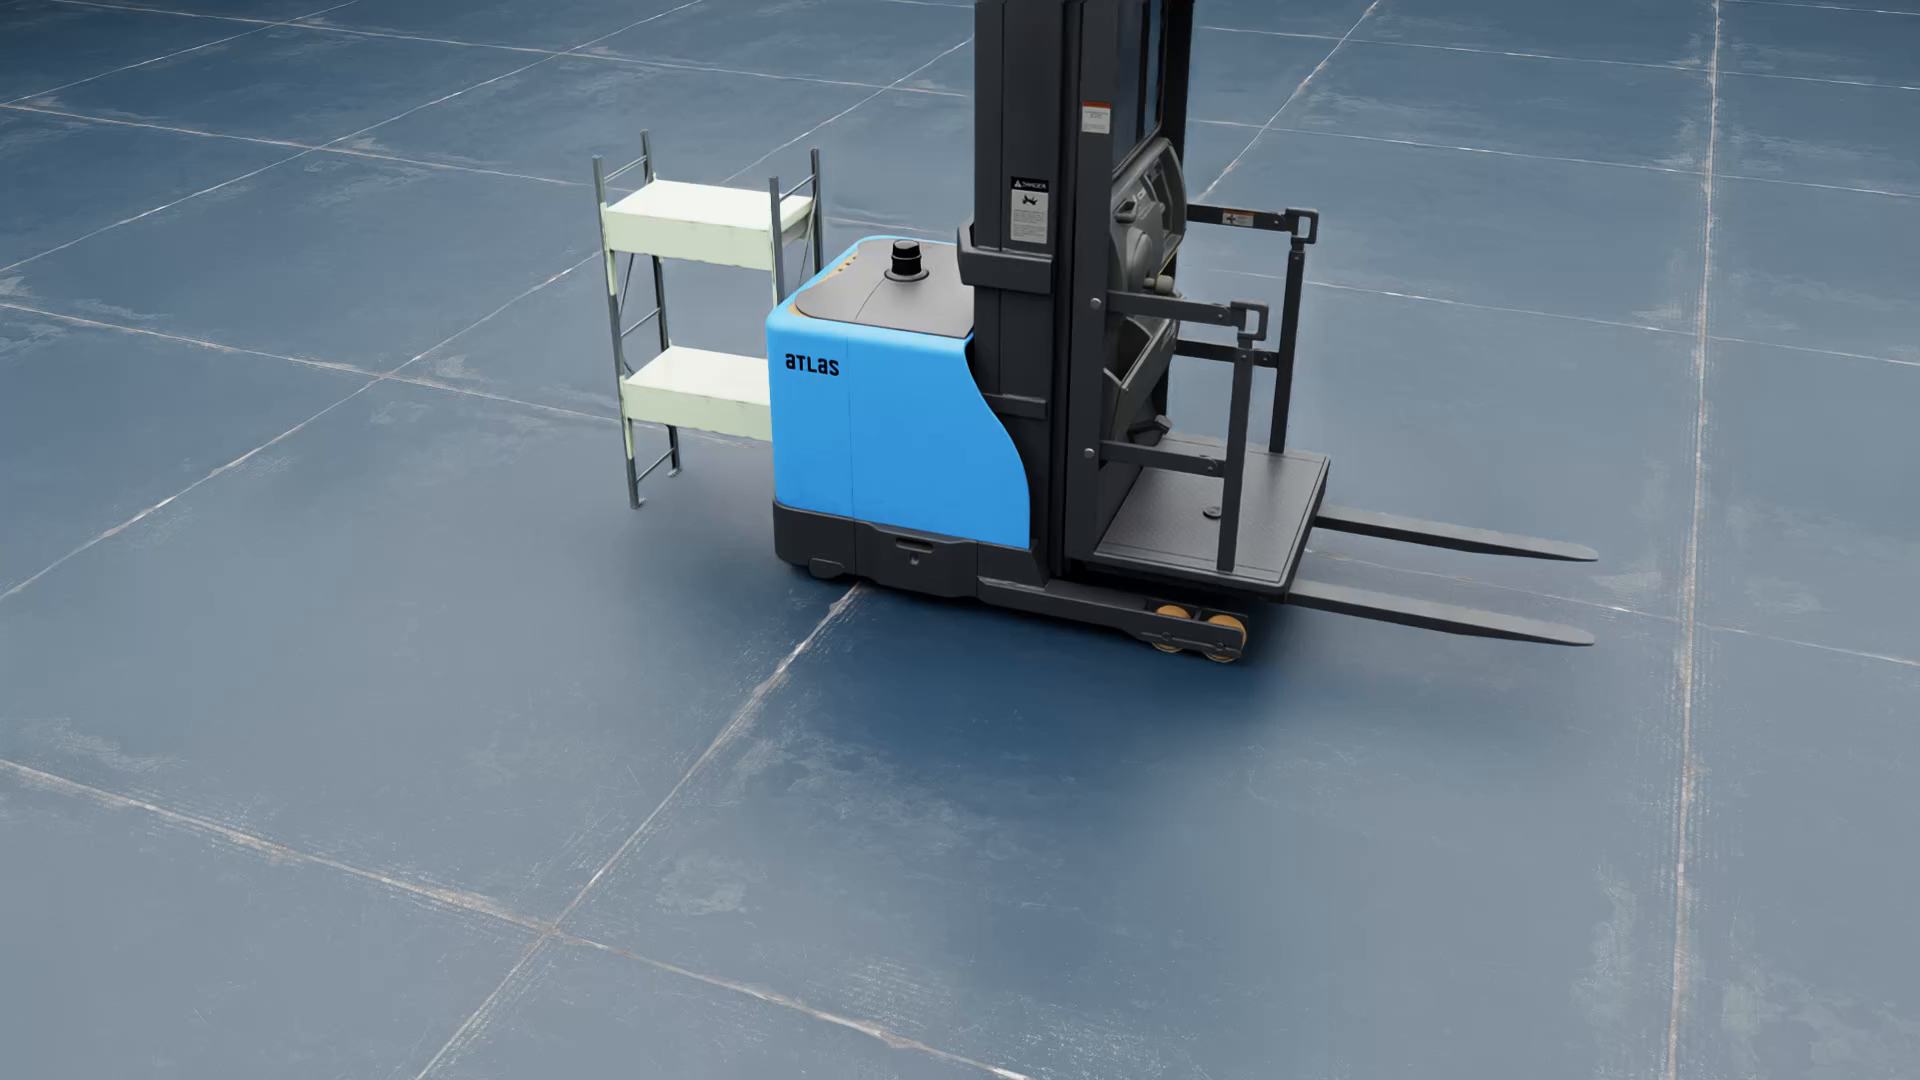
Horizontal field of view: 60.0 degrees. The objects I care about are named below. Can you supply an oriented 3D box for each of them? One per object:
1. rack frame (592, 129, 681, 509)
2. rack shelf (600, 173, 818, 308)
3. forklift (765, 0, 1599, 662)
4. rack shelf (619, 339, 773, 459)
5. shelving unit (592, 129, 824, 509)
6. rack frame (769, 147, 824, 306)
[{"bbox_3d":[-1.305,-0.876,6.775,0.023,1.500,0.400,10,31,17],"label":"rack frame"},{"bbox_3d":[-0.960,-1.155,6.476,0.720,0.370,0.431,10,31,17],"label":"rack shelf"},{"bbox_3d":[0.848,-1.132,5.774,3.031,2.935,1.130,10,31,17],"label":"forklift"},{"bbox_3d":[-0.960,-0.531,6.828,0.720,0.370,0.431,10,31,17],"label":"rack shelf"},{"bbox_3d":[-0.960,-0.815,6.668,0.755,1.500,0.431,10,31,17],"label":"shelving unit"},{"bbox_3d":[-0.616,-0.754,6.560,0.023,1.500,0.400,10,31,17],"label":"rack frame"}]
